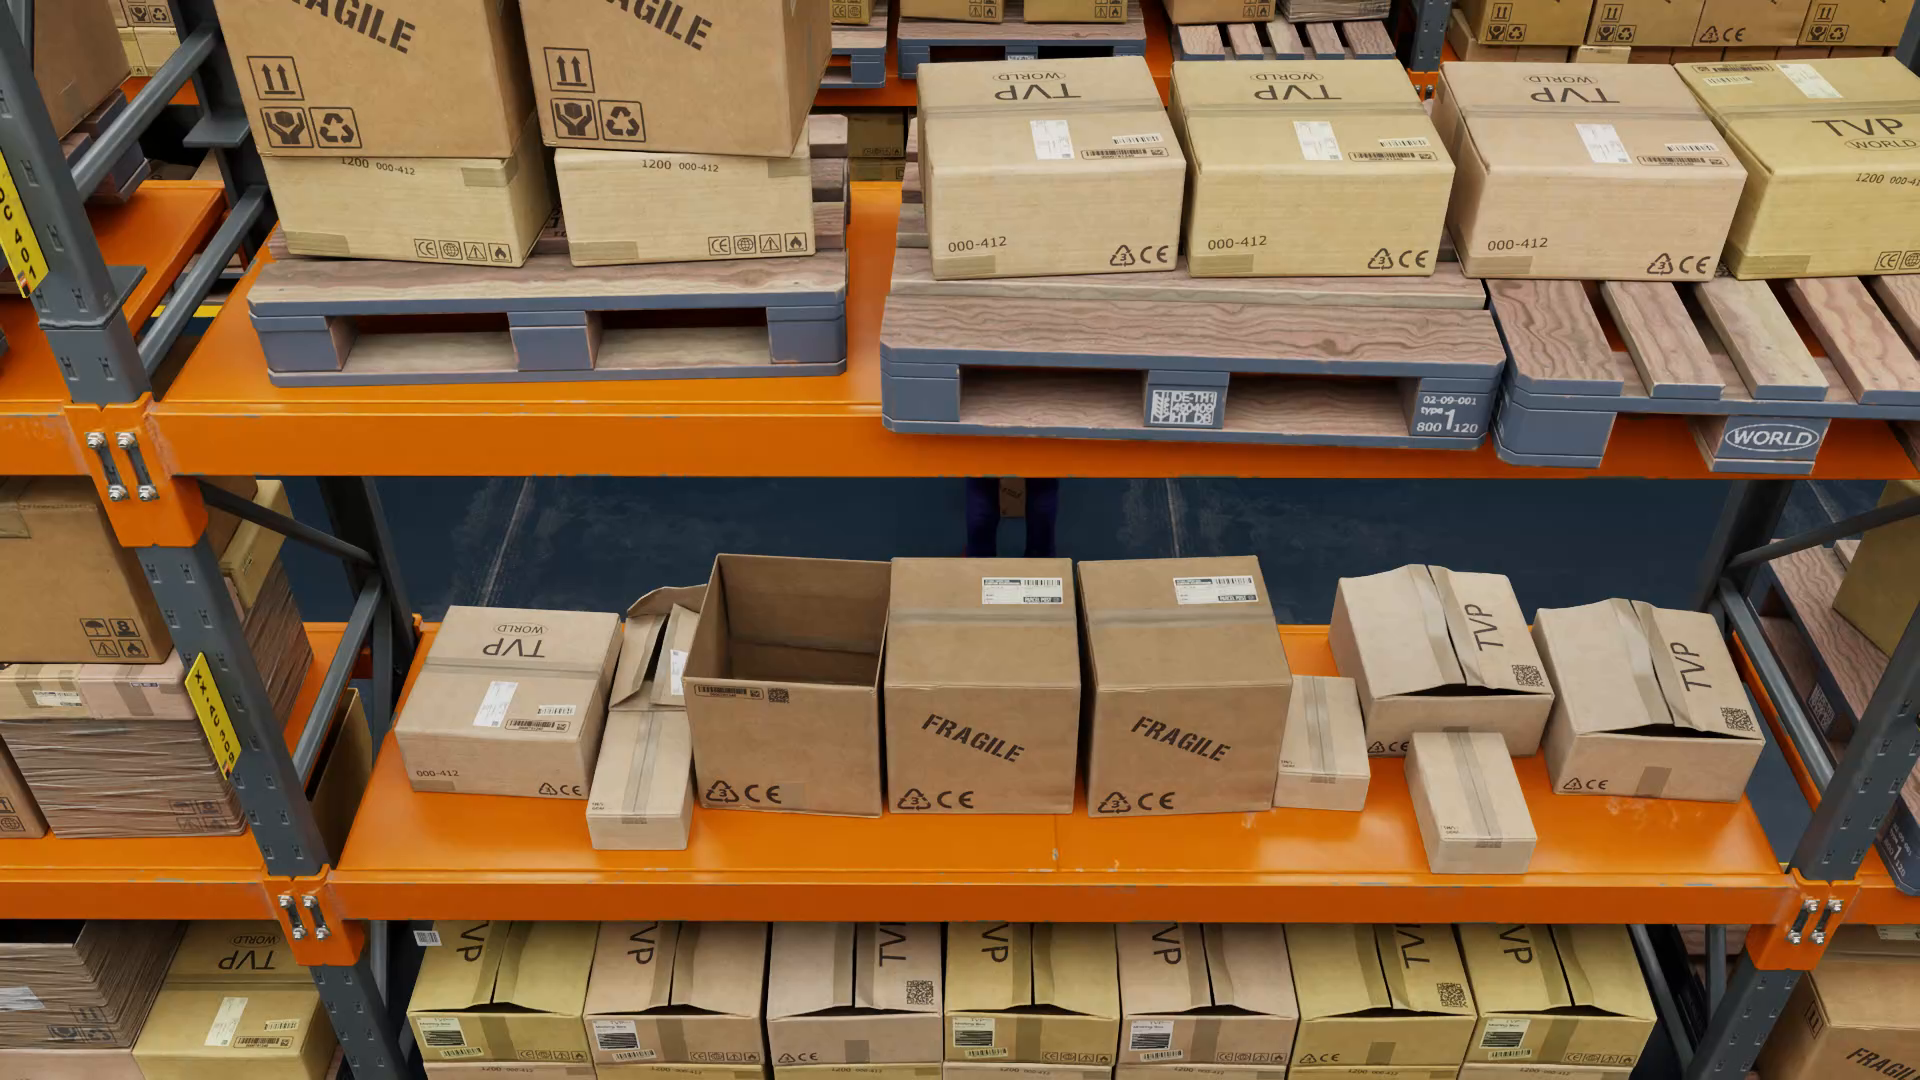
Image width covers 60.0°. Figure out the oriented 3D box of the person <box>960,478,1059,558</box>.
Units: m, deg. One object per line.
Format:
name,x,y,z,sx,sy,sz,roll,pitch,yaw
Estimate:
person,0.211,-0.510,6.785,0.469,1.653,0.330,1,40,1
